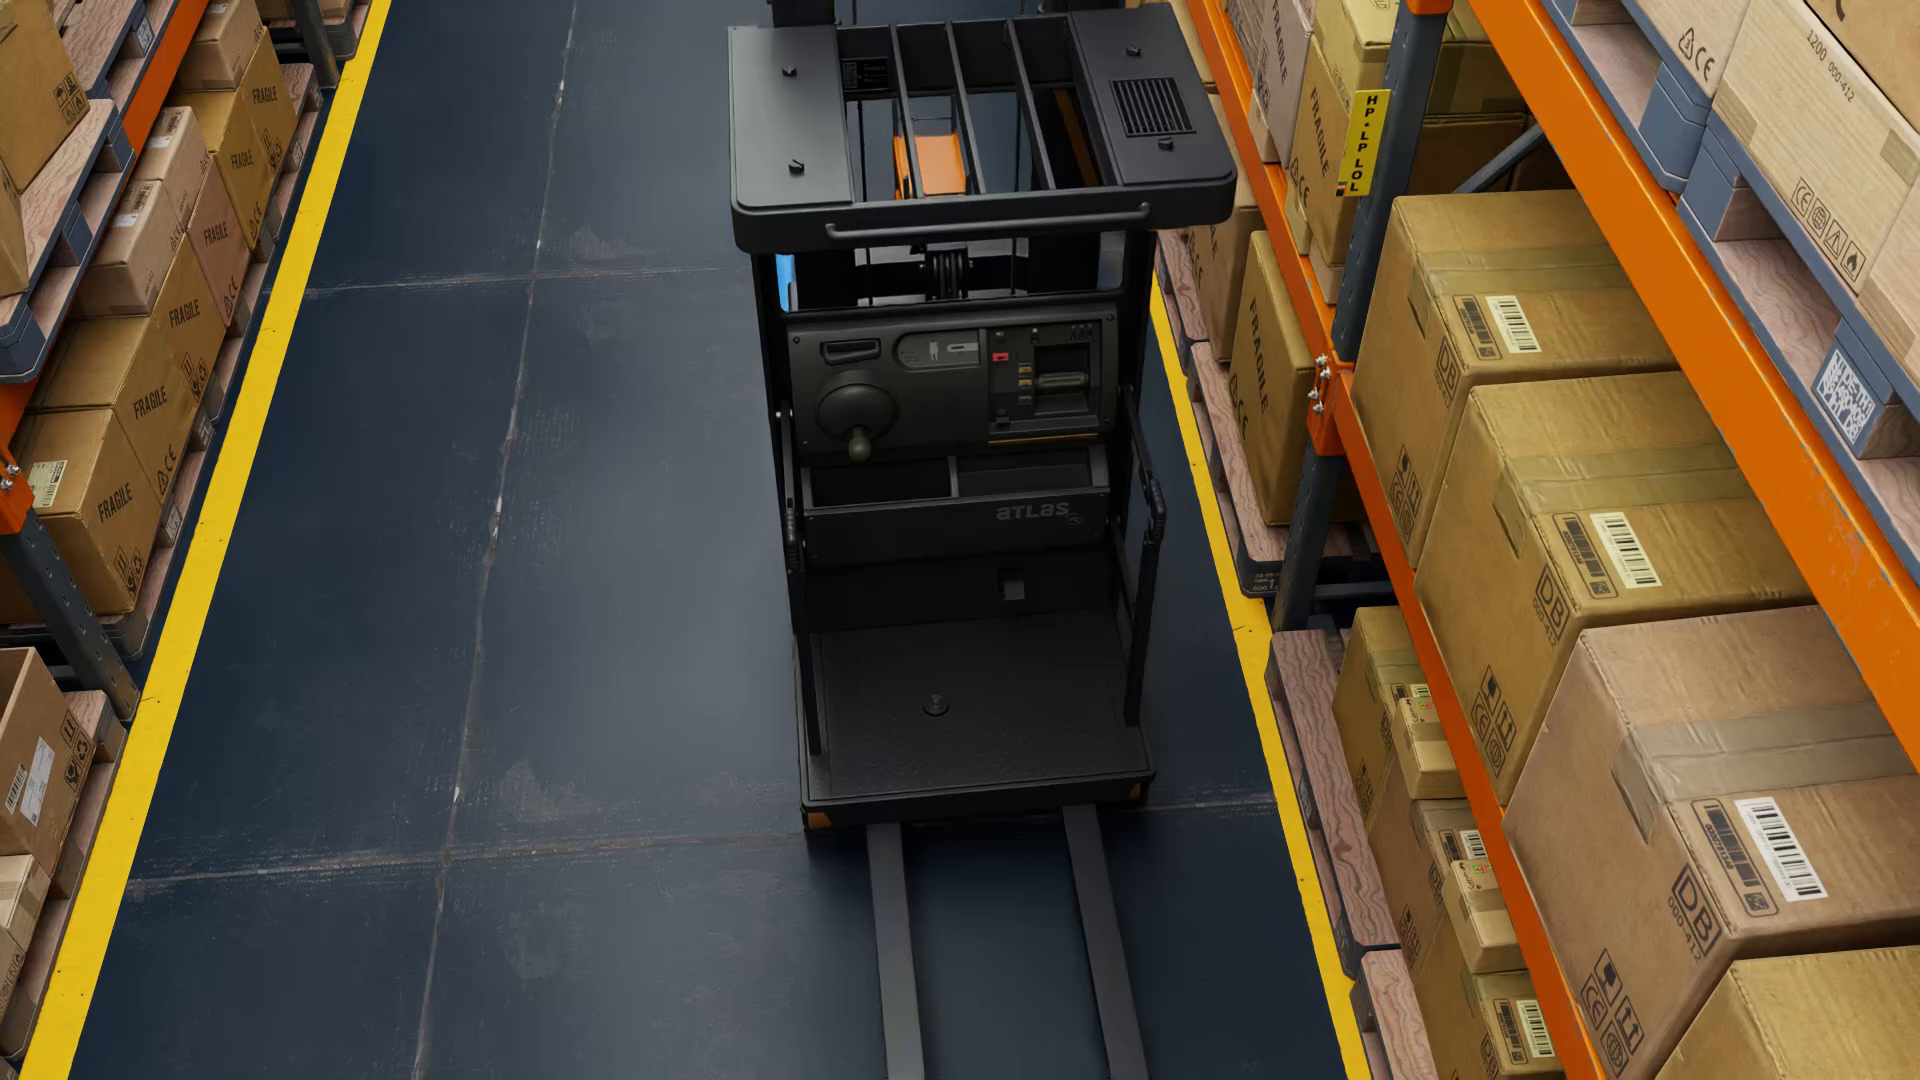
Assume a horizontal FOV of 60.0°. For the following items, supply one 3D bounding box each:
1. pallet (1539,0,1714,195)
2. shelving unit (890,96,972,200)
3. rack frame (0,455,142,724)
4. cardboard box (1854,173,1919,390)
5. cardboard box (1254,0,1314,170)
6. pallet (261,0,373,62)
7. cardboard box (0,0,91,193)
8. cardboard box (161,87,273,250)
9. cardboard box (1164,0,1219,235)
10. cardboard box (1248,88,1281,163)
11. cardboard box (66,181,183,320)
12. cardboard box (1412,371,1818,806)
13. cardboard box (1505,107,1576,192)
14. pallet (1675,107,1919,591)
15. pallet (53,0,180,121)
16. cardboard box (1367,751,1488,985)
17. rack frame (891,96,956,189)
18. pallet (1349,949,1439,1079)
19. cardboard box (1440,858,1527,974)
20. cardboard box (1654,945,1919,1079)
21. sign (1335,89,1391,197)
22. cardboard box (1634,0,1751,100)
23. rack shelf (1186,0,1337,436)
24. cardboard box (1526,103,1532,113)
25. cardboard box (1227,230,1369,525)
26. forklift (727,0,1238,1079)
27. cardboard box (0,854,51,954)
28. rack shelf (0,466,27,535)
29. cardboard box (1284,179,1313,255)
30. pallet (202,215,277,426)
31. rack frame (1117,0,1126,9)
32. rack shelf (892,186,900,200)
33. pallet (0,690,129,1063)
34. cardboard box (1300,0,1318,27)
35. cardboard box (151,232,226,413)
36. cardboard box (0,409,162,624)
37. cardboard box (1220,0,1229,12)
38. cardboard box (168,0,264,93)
[{"bbox_3d":[1.676,-1.134,3.253,1.003,0.211,1.213,-3,47,-3],"label":"pallet"},{"bbox_3d":[-0.107,-1.042,6.411,0.258,1.200,0.503,-5,47,-4],"label":"shelving unit"},{"bbox_3d":[-3.318,-0.422,4.584,1.000,3.000,0.127,-3,47,-3],"label":"rack frame"},{"bbox_3d":[1.534,-0.257,2.107,0.500,0.250,0.500,-5,47,-4],"label":"cardboard box"},{"bbox_3d":[1.275,-1.556,5.371,0.500,0.500,0.500,-3,47,-3],"label":"cardboard box"},{"bbox_3d":[-3.683,-2.955,8.903,1.003,0.211,1.213,-3,47,-3],"label":"pallet"},{"bbox_3d":[-3.256,-1.451,5.200,0.700,0.500,0.500,3,47,3],"label":"cardboard box"},{"bbox_3d":[-3.298,-1.571,7.090,0.500,0.500,0.500,-5,47,-5],"label":"cardboard box"},{"bbox_3d":[1.281,-1.851,7.128,0.750,0.750,0.750,-4,47,-3],"label":"cardboard box"},{"bbox_3d":[1.205,-1.432,5.700,0.380,0.149,0.250,-3,47,-3],"label":"cardboard box"},{"bbox_3d":[-3.200,-1.060,6.090,0.500,0.250,0.500,-3,47,-3],"label":"cardboard box"},{"bbox_3d":[1.703,0.093,3.889,0.980,0.700,0.700,-5,47,-4],"label":"cardboard box"},{"bbox_3d":[1.830,-1.217,5.049,0.500,0.500,0.500,-5,47,-5],"label":"cardboard box"},{"bbox_3d":[1.775,-0.253,2.419,1.003,0.211,1.213,-3,47,-3],"label":"pallet"},{"bbox_3d":[-3.486,-1.843,6.062,1.003,0.211,1.213,-3,47,-3],"label":"pallet"},{"bbox_3d":[1.617,0.900,4.764,0.700,0.500,0.500,-4,47,-4],"label":"cardboard box"},{"bbox_3d":[-0.134,-1.218,6.577,0.240,1.200,0.015,-5,47,-4],"label":"rack frame"},{"bbox_3d":[1.709,1.673,4.520,1.003,0.211,1.213,-3,47,-3],"label":"pallet"},{"bbox_3d":[1.469,0.950,4.270,0.380,0.149,0.250,-5,47,-4],"label":"cardboard box"},{"bbox_3d":[1.828,1.171,2.868,0.980,0.700,0.700,-4,47,-4],"label":"cardboard box"},{"bbox_3d":[1.078,-1.057,4.442,0.100,0.325,0.005,-3,47,-3],"label":"sign"},{"bbox_3d":[1.441,-0.999,2.809,0.500,0.250,0.500,-4,47,-4],"label":"cardboard box"},{"bbox_3d":[1.450,-1.925,6.503,1.077,0.370,4.000,-3,47,-3],"label":"rack shelf"},{"bbox_3d":[1.839,-1.476,4.778,0.500,0.250,0.500,-2,47,-2],"label":"cardboard box"},{"bbox_3d":[1.434,-0.593,5.937,0.750,0.750,0.750,-3,47,-3],"label":"cardboard box"},{"bbox_3d":[0.012,-0.347,4.560,1.130,2.935,3.031,-5,47,-4],"label":"forklift"},{"bbox_3d":[-2.897,1.070,4.831,0.380,0.149,0.250,-3,47,-3],"label":"cardboard box"},{"bbox_3d":[-3.151,1.272,3.474,1.077,0.370,4.000,-3,47,-3],"label":"rack shelf"},{"bbox_3d":[1.263,-1.055,5.342,0.380,0.149,0.250,-3,47,-3],"label":"cardboard box"},{"bbox_3d":[-3.529,-0.934,6.989,1.003,0.211,1.213,-3,47,-3],"label":"pallet"},{"bbox_3d":[1.283,-3.620,7.612,1.000,3.000,0.127,-3,47,-3],"label":"rack frame"},{"bbox_3d":[-0.107,-1.150,6.297,0.258,0.148,0.480,-5,47,-4],"label":"rack shelf"},{"bbox_3d":[-3.262,1.034,5.126,1.003,0.211,1.213,-3,47,-3],"label":"pallet"},{"bbox_3d":[1.291,-1.820,5.104,0.500,0.250,0.500,-3,47,-2],"label":"cardboard box"},{"bbox_3d":[-3.206,-0.826,6.385,0.500,0.500,0.500,-3,47,-3],"label":"cardboard box"},{"bbox_3d":[-3.116,-0.078,5.677,0.500,0.500,0.500,-5,47,-5],"label":"cardboard box"},{"bbox_3d":[1.195,-2.281,6.057,0.500,0.500,0.500,-2,47,-2],"label":"cardboard box"},{"bbox_3d":[-3.332,-2.163,7.134,0.500,0.250,0.500,-2,47,-2],"label":"cardboard box"}]
